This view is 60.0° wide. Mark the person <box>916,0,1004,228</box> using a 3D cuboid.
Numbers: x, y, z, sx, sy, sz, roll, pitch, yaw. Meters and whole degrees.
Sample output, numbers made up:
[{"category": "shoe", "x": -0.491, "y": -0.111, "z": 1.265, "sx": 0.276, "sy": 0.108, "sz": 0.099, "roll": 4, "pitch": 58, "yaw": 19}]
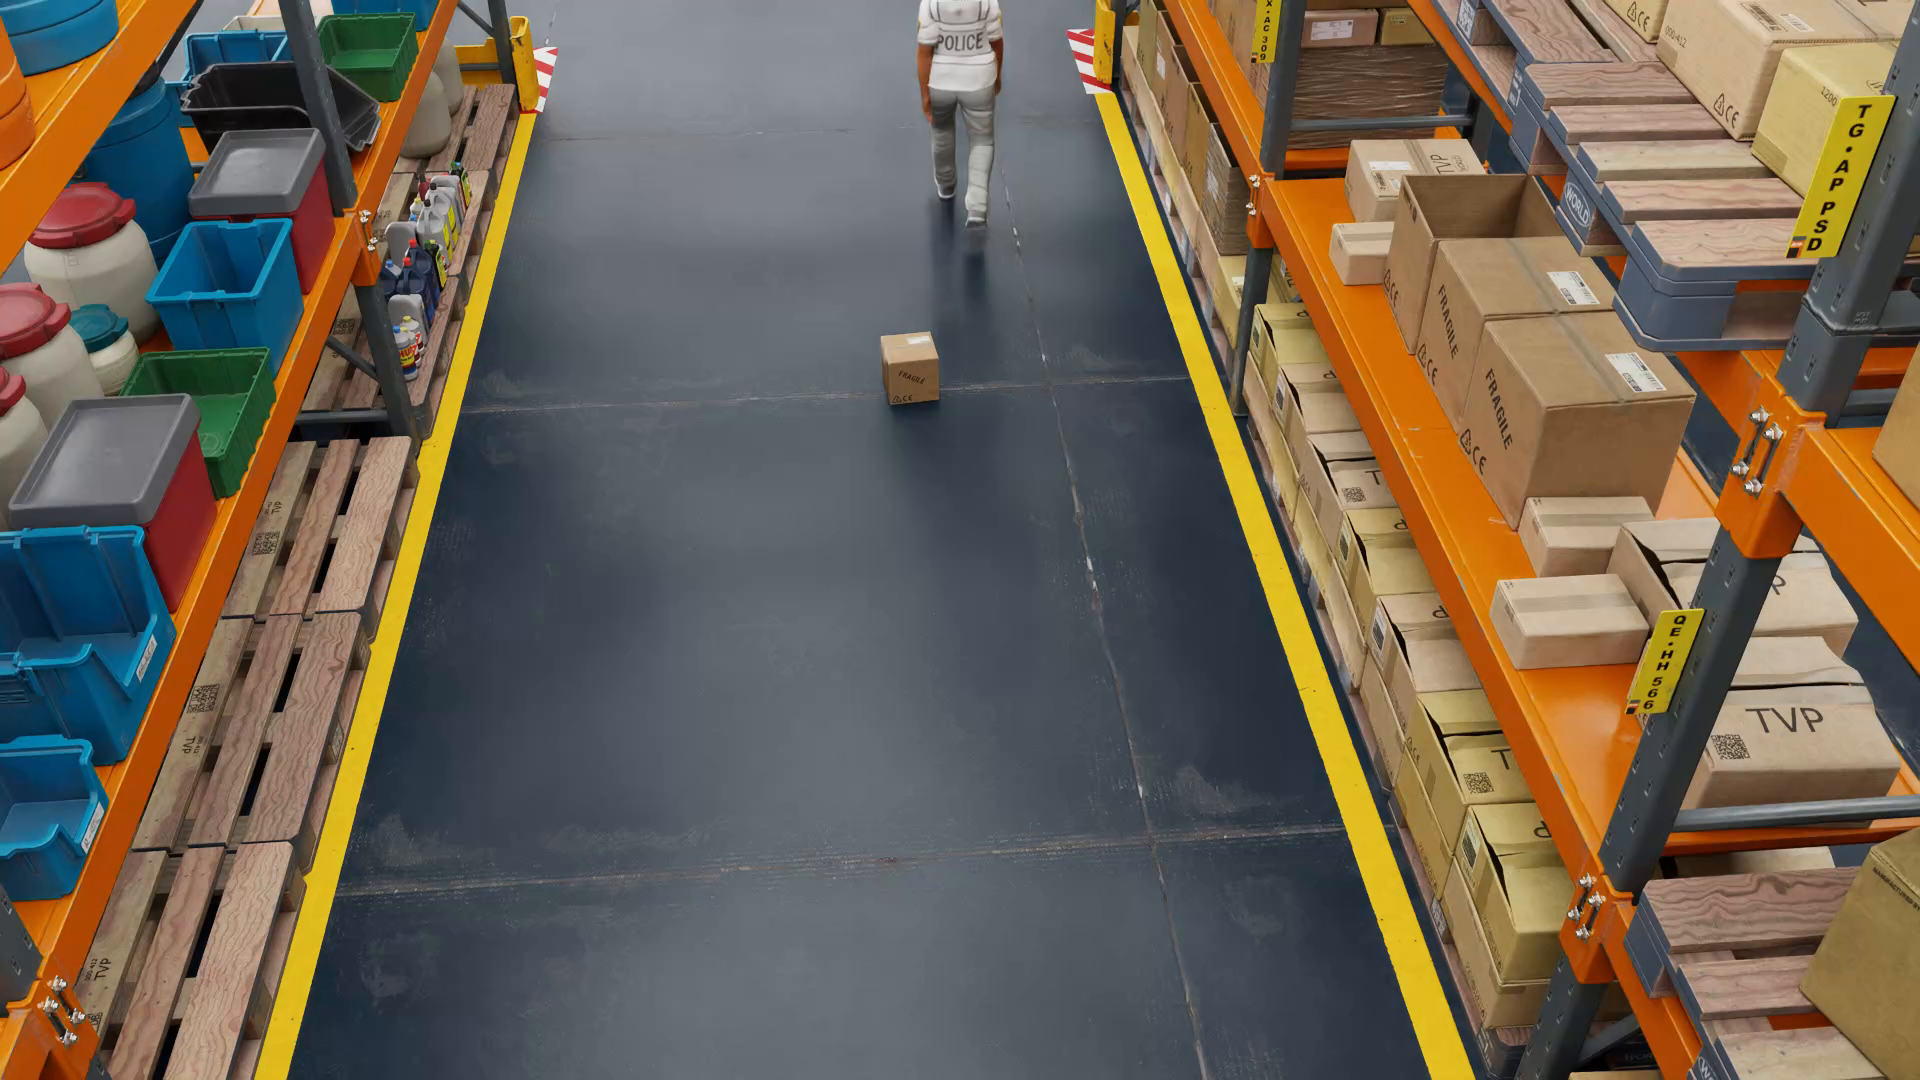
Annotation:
[{"category": "person", "x": -0.002, "y": -2.543, "z": 9.248, "sx": 0.484, "sy": 1.620, "sz": 0.930, "roll": 2, "pitch": 39, "yaw": 2}]
